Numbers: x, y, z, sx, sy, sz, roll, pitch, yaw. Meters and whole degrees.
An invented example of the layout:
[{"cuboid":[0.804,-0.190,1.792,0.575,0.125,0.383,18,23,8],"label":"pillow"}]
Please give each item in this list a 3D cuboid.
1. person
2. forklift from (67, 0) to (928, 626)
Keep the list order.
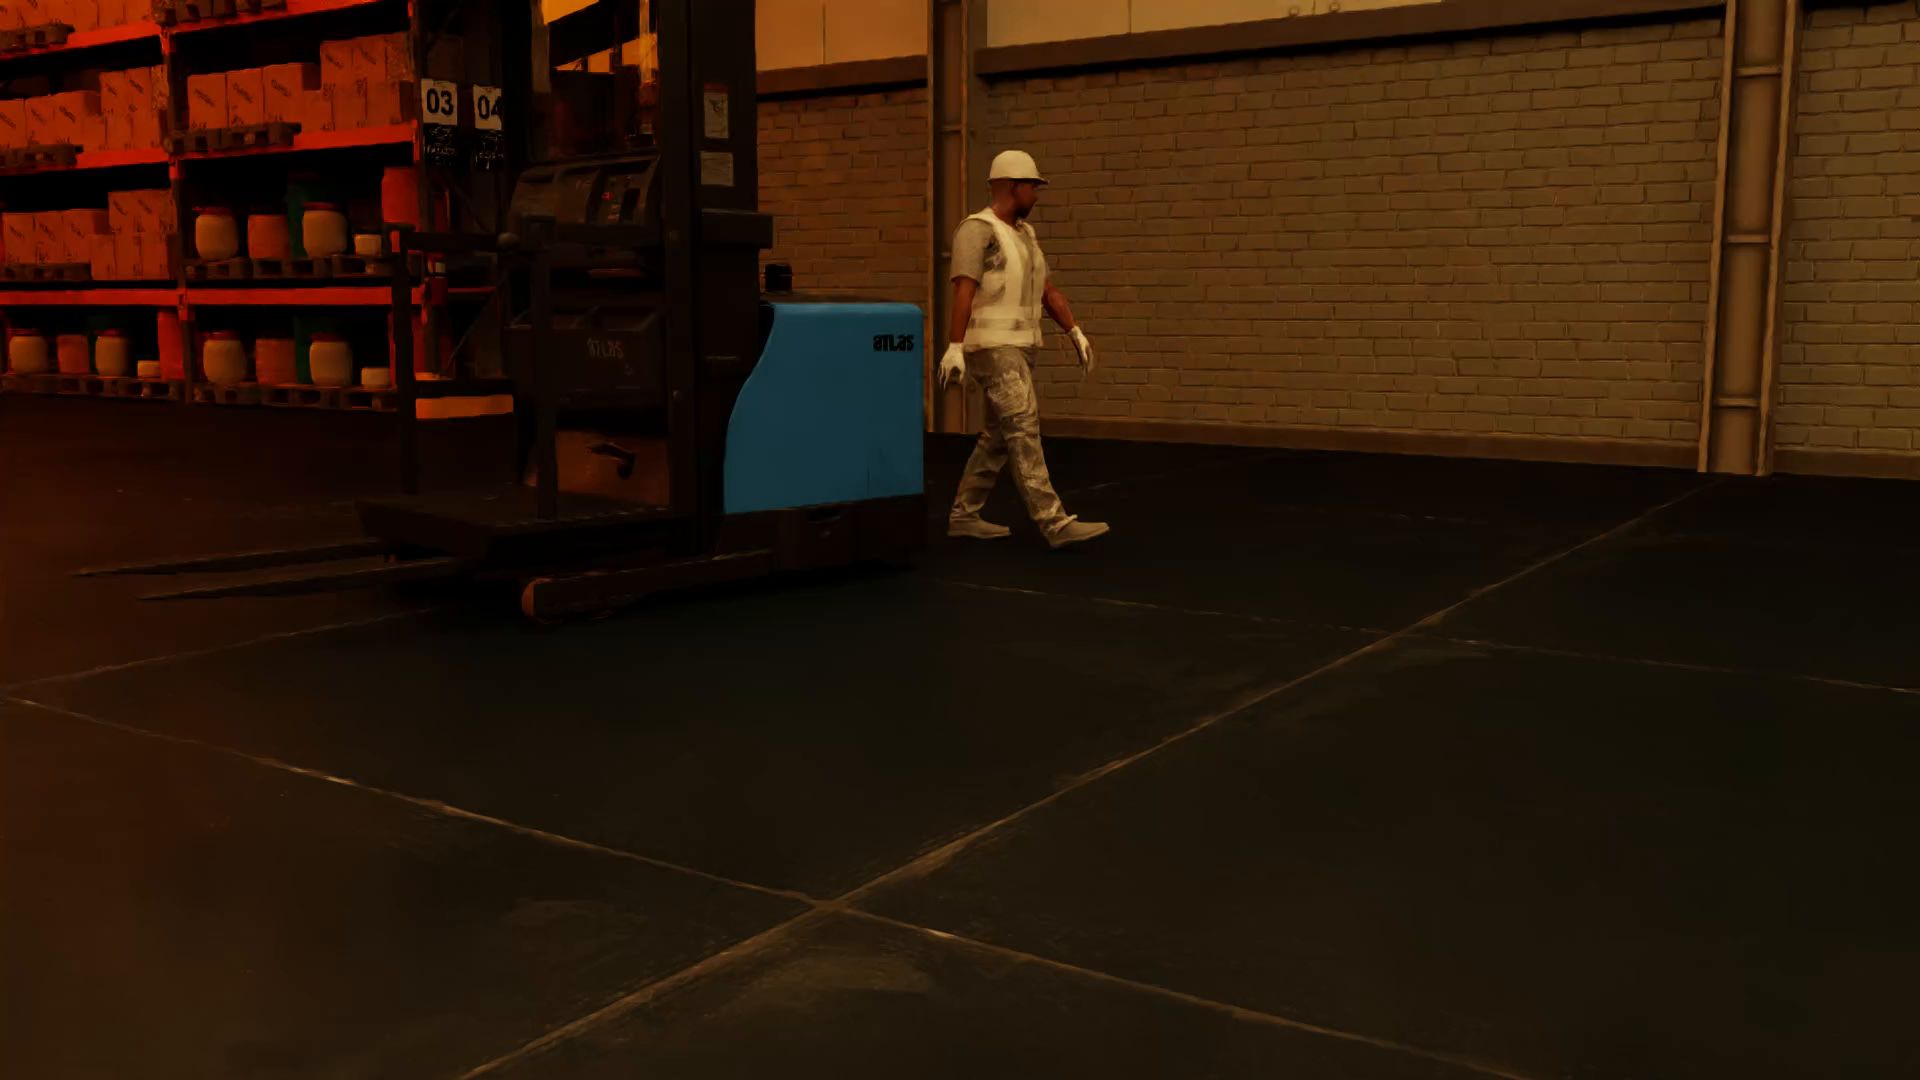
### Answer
[{"cuboid":[0.299,-0.839,7.333,0.872,1.738,0.723,4,9,24],"label":"person"},{"cuboid":[-1.535,-1.244,5.942,3.031,2.935,1.130,-8,11,-44],"label":"forklift"}]
